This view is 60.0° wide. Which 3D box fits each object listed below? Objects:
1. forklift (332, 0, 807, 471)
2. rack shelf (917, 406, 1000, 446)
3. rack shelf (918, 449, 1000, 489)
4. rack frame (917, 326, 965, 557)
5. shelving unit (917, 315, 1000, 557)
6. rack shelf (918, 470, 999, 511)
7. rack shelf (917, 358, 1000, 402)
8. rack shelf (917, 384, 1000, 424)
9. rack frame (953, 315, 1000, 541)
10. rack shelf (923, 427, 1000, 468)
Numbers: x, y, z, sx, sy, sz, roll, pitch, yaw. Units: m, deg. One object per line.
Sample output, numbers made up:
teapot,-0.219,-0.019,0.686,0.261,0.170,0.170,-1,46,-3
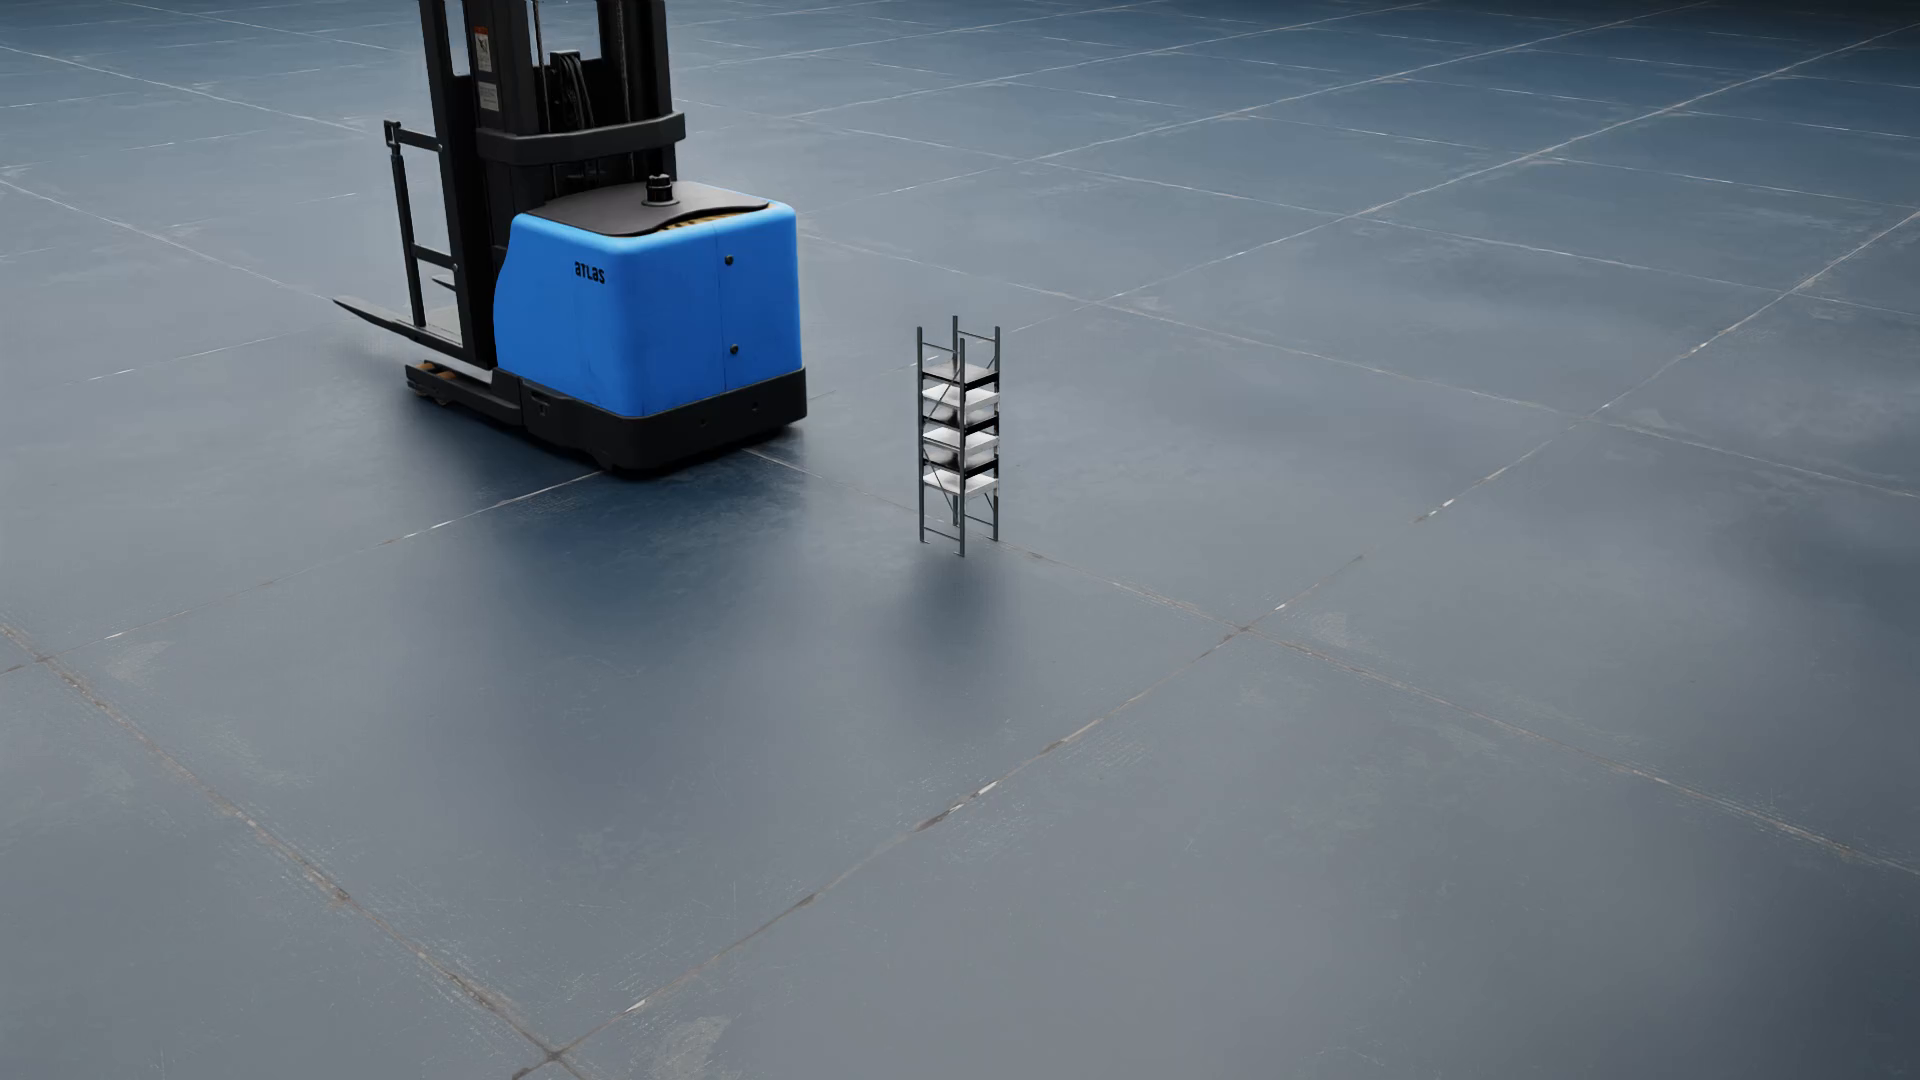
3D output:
forklift,-2.141,-2.141,7.943,3.031,2.935,1.130,21,32,39
rack shelf,-0.005,-0.460,6.537,0.258,0.077,0.200,20,31,38
rack shelf,-0.005,-0.296,6.611,0.258,0.077,0.200,20,31,38
rack frame,-0.073,-0.377,6.491,0.240,0.900,0.006,20,31,38
shelving unit,-0.005,-0.408,6.560,0.258,0.900,0.210,20,31,38
rack shelf,-0.005,-0.213,6.648,0.258,0.077,0.200,20,31,38
rack shelf,-0.005,-0.624,6.464,0.258,0.077,0.200,20,31,38
rack shelf,-0.005,-0.542,6.500,0.258,0.077,0.200,20,31,38
rack frame,0.062,-0.439,6.629,0.240,0.900,0.006,20,31,38
rack shelf,-0.005,-0.378,6.574,0.258,0.077,0.200,20,31,38
